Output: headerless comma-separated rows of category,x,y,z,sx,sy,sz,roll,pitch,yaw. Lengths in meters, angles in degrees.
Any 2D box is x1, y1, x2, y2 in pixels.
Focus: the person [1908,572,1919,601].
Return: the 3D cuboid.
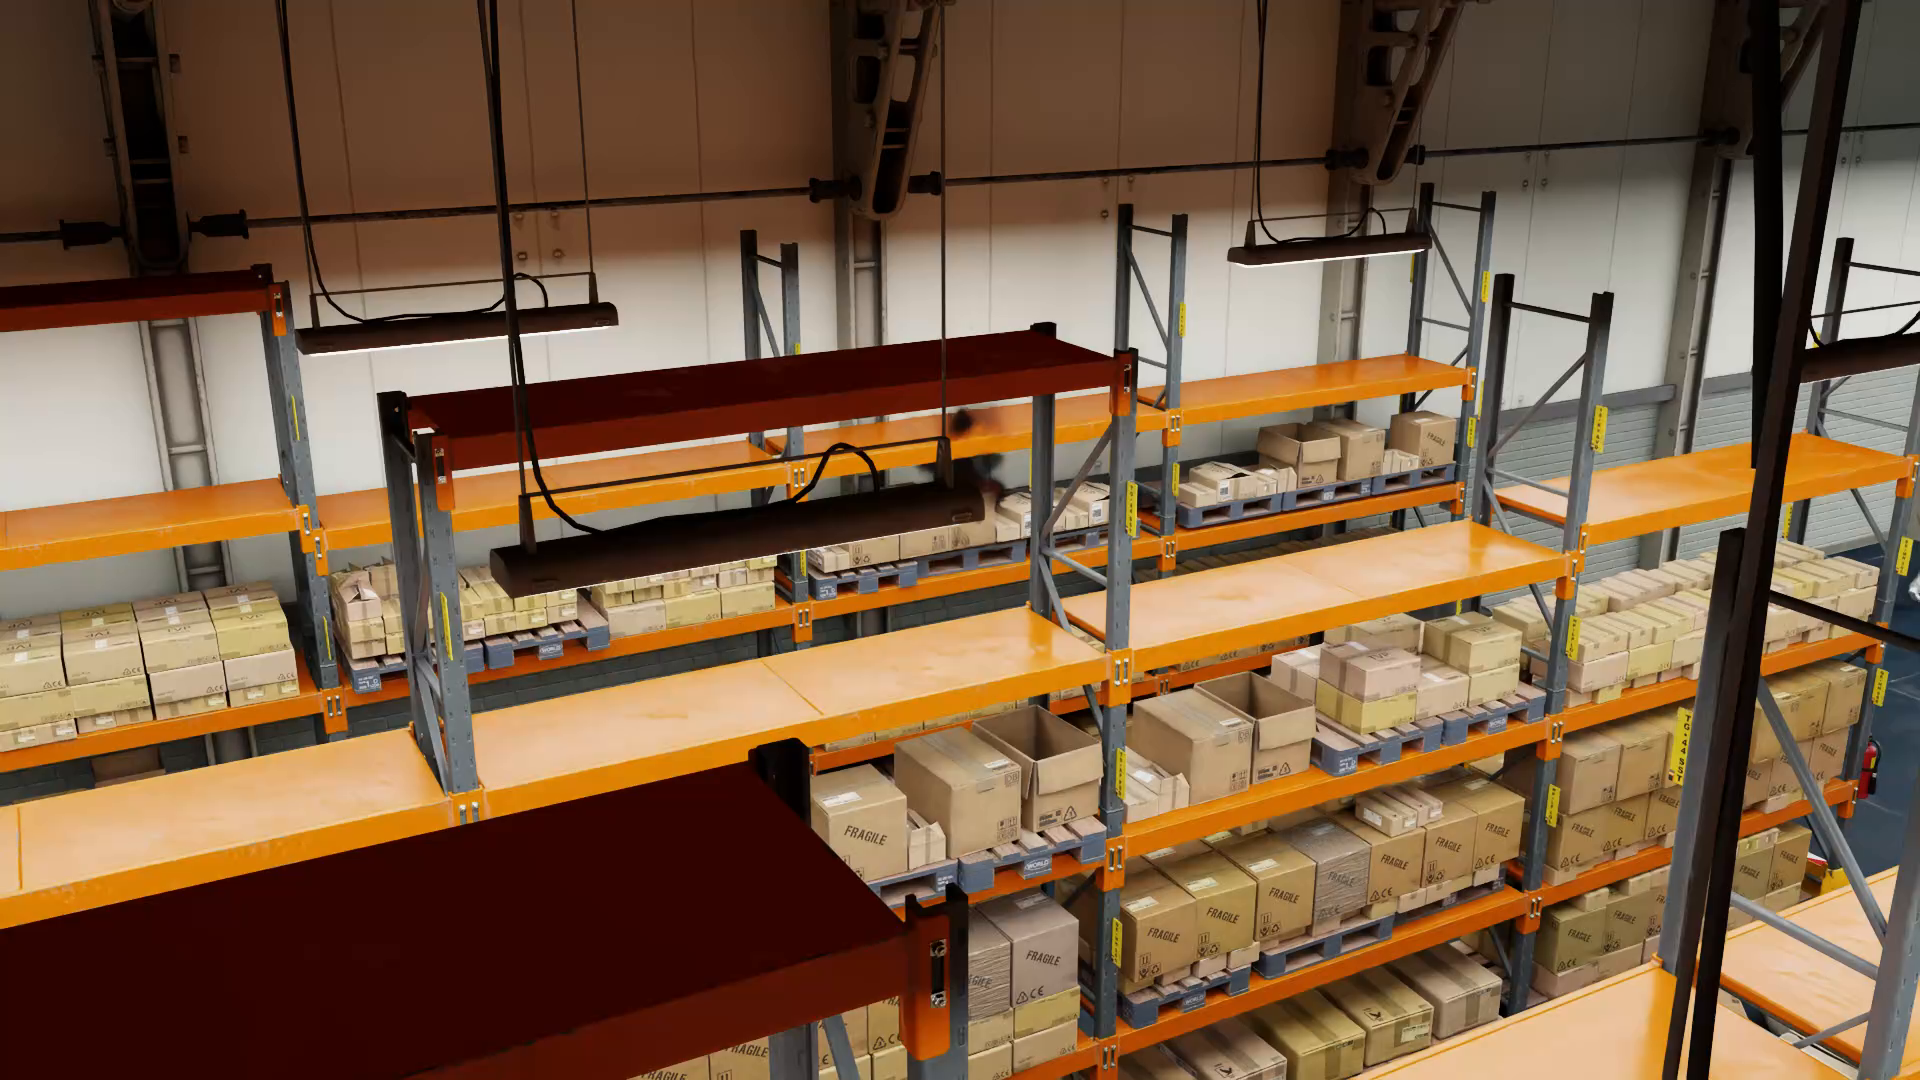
person,13.288,0.096,22.605,0.866,1.675,0.574,-12,22,-33
